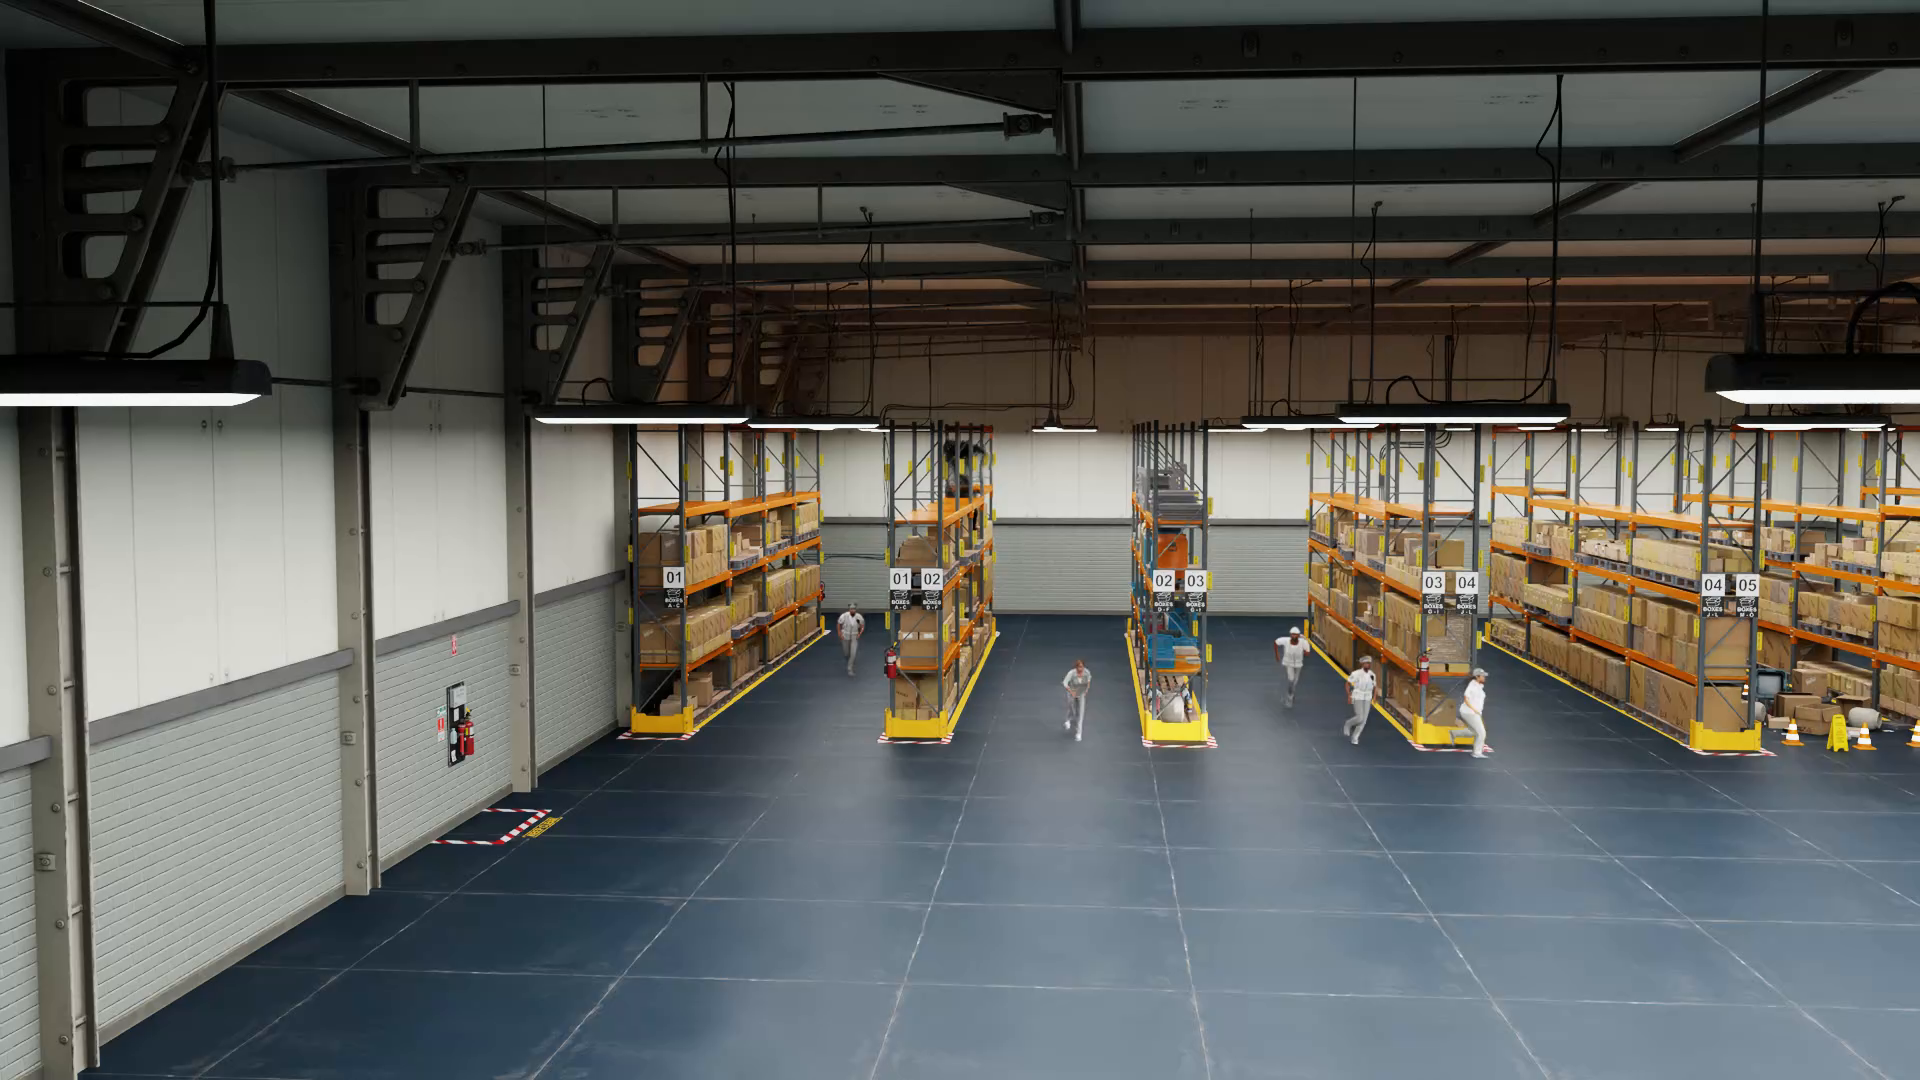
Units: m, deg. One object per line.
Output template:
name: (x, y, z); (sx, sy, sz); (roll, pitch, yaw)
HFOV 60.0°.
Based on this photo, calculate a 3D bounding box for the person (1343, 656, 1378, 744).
person: (7.489, 2.961, 30.889); (0.613, 1.611, 0.522); (-1, 4, -12)

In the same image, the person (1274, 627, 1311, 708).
person: (6.955, 2.655, 34.821); (0.683, 1.710, 0.916); (0, 4, -6)

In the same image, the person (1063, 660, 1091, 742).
person: (2.169, 2.988, 31.464); (0.569, 1.547, 0.915); (-1, 4, -17)

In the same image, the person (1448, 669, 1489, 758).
person: (9.024, 3.082, 29.544); (0.717, 1.622, 0.601); (2, 4, 32)

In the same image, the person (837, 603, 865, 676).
person: (-2.613, 2.360, 39.933); (0.682, 1.759, 0.799); (0, 4, -4)
